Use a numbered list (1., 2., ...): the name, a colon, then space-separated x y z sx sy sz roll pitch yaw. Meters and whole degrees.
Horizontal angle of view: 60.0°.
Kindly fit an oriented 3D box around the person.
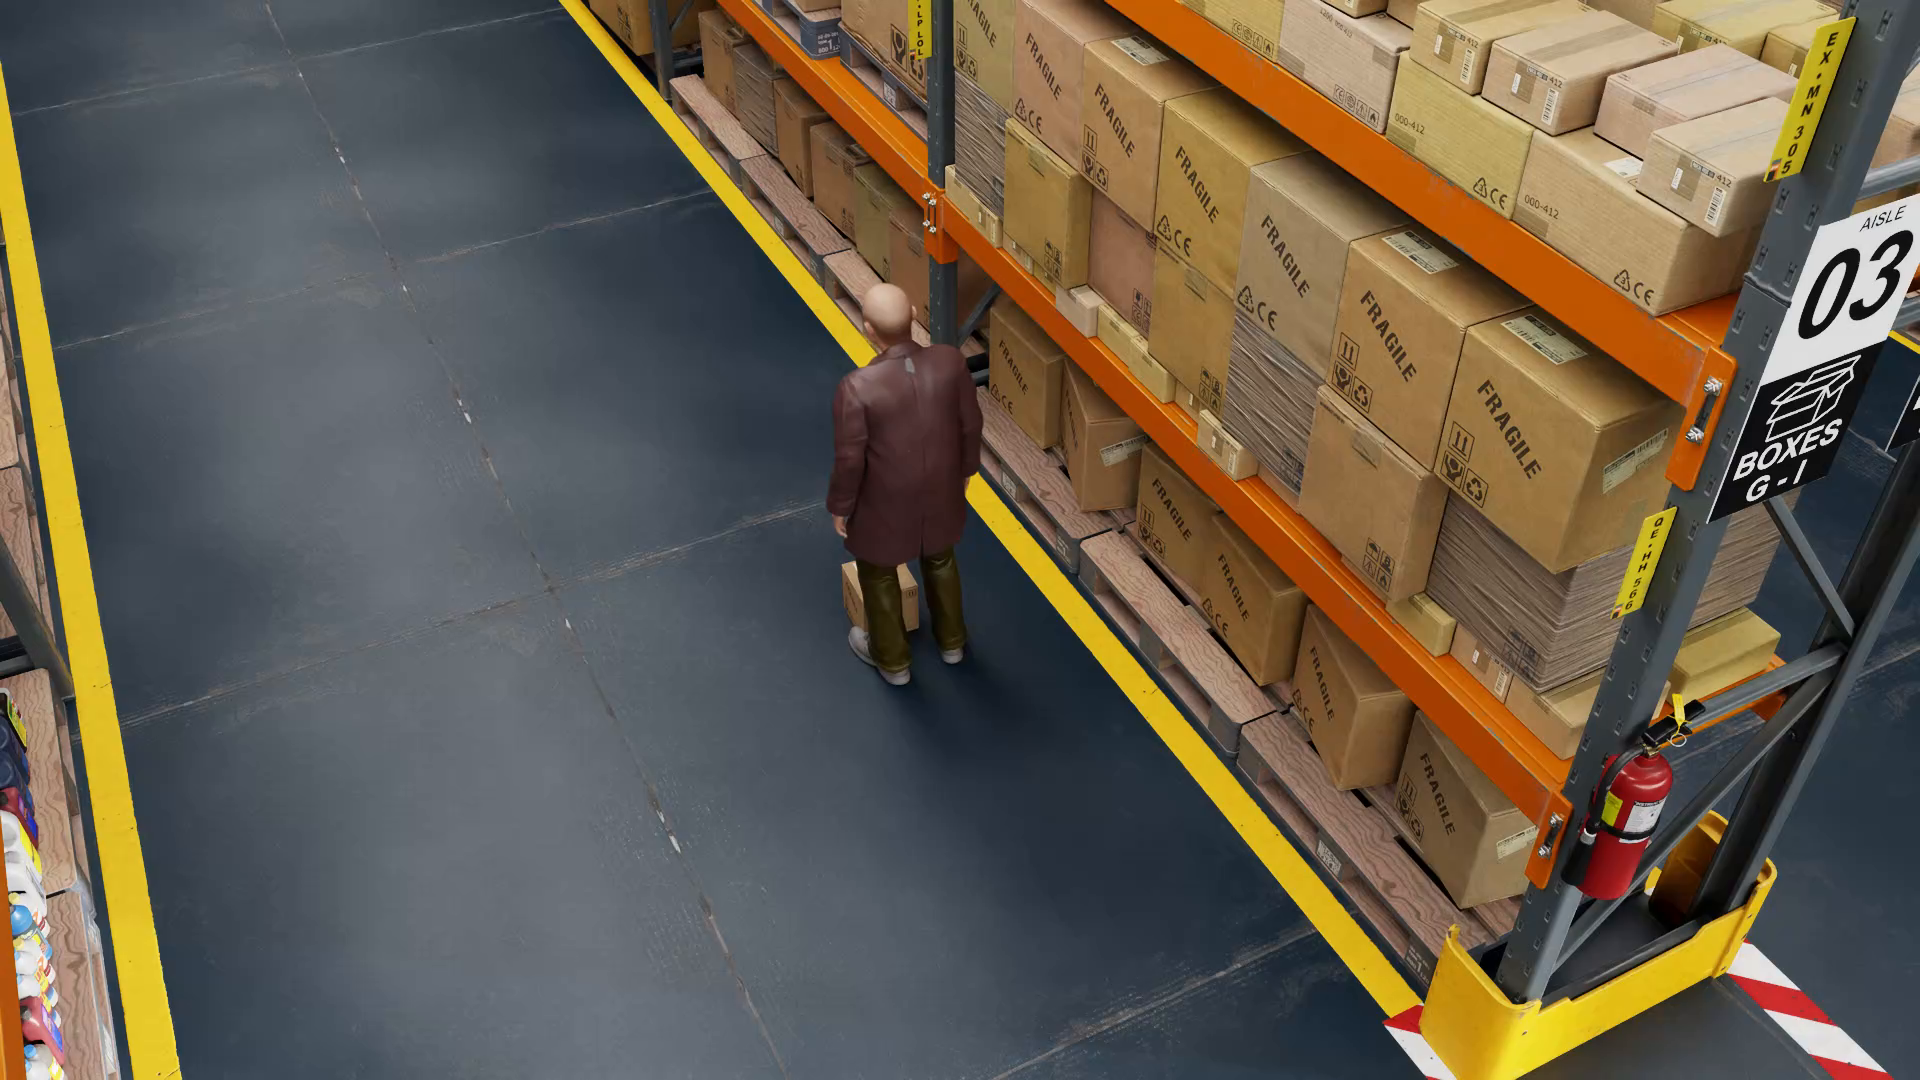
1. person: -0.214 -0.194 6.396 0.640 1.773 0.426 -19 44 -20
